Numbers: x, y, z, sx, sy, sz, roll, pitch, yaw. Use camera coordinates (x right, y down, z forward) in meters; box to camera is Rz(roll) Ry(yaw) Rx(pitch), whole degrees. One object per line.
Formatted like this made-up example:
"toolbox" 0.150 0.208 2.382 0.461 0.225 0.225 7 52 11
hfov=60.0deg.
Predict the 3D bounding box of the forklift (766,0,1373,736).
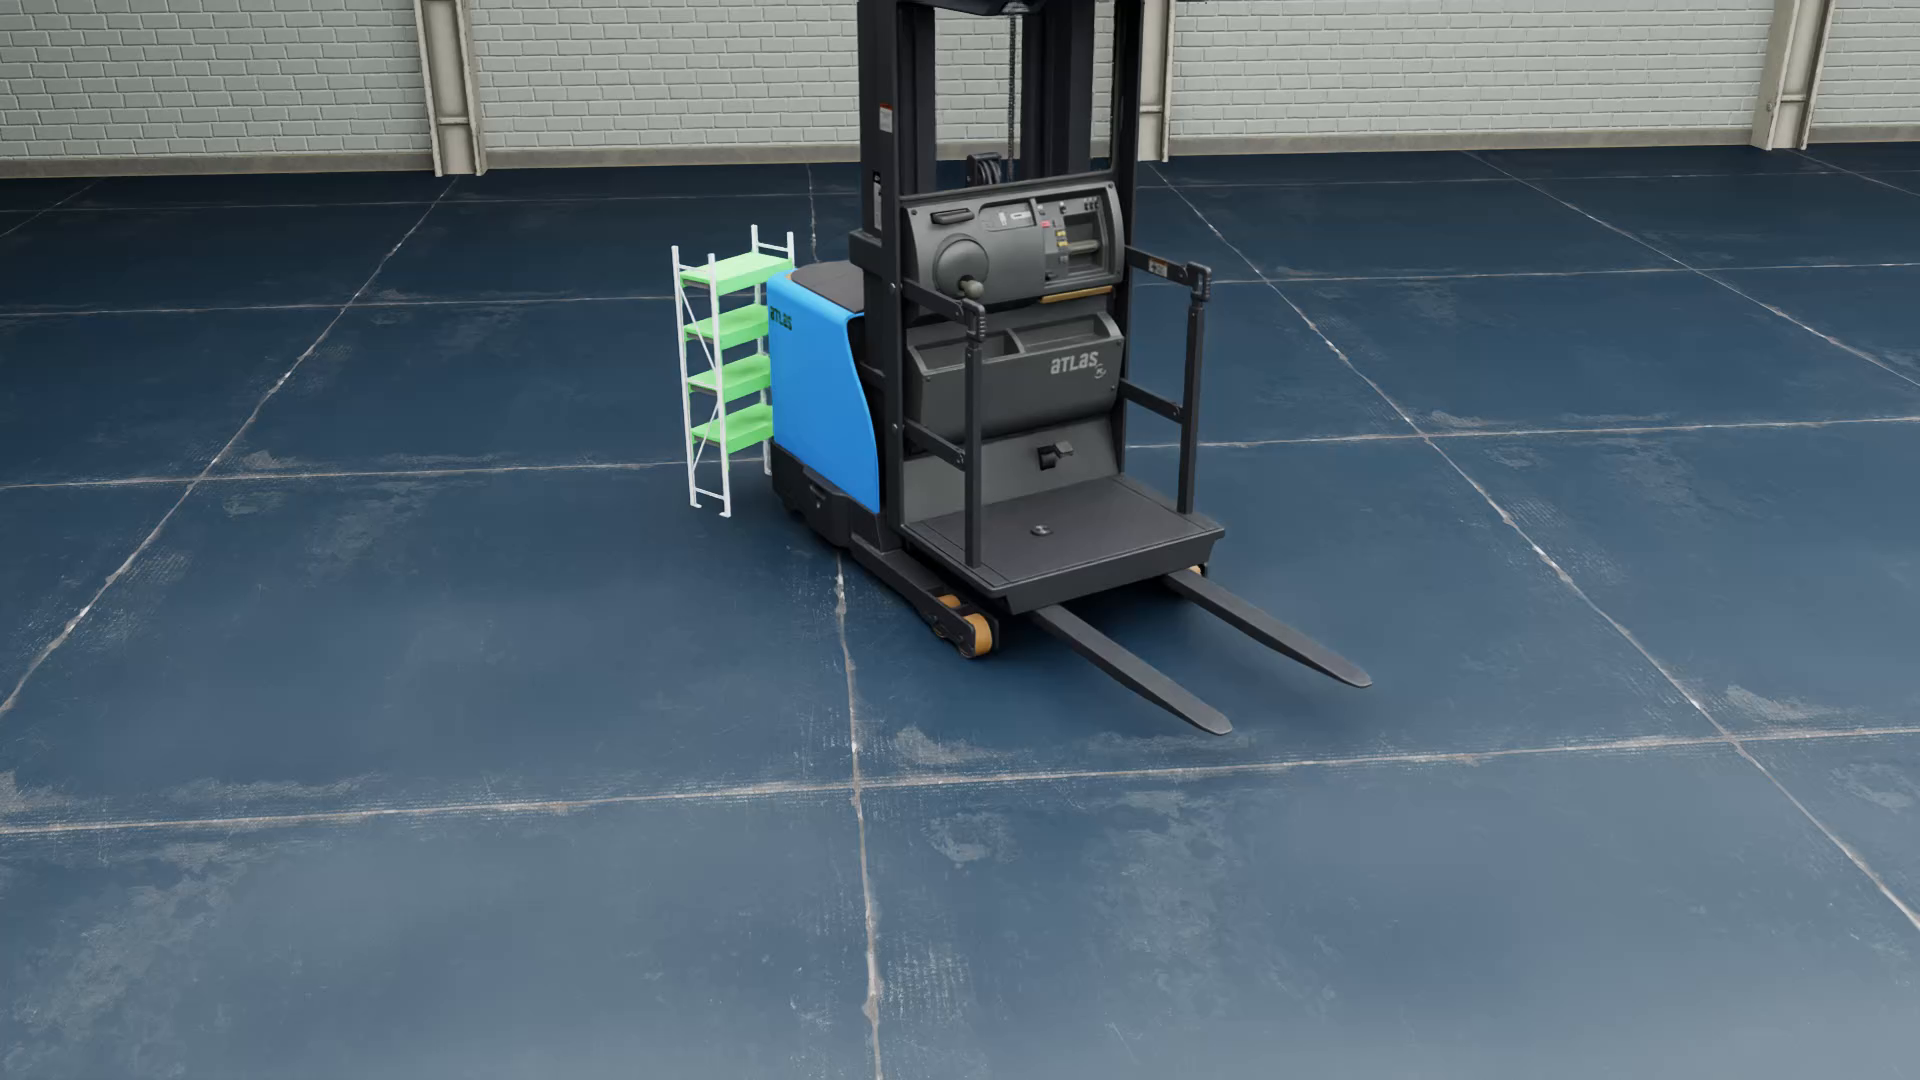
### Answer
"forklift" 0.333 -1.111 6.140 1.130 2.935 3.031 -14 27 -28

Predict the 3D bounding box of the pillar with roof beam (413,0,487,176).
"pillar with roof beam" -3.899 -5.562 8.685 0.400 9.000 9.100 -2 24 -5

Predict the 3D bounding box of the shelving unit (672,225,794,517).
"shelving unit" -0.985 -0.761 7.484 0.258 1.200 0.503 17 29 34

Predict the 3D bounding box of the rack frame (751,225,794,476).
"rack frame" -0.838 -0.840 7.661 0.240 1.200 0.015 17 29 34

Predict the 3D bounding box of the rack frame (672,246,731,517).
"rack frame" -1.133 -0.682 7.306 0.240 1.200 0.015 17 29 34

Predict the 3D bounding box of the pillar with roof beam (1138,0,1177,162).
"pillar with roof beam" 2.072 -5.802 9.224 0.400 9.000 9.100 -2 24 -5

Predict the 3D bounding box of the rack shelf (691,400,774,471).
"rack shelf" -0.985 -0.483 7.607 0.258 0.148 0.480 17 29 34

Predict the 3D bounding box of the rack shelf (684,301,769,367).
"rack shelf" -0.986 -0.922 7.413 0.258 0.148 0.480 17 29 34

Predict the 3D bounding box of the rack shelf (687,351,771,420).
"rack shelf" -0.985 -0.703 7.510 0.258 0.148 0.480 17 29 34

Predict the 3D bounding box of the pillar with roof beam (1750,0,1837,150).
"pillar with roof beam" 8.043 -6.041 9.763 0.400 9.000 9.100 -2 24 -5

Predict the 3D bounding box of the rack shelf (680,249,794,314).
"rack shelf" -0.987 -1.142 7.315 0.258 0.148 0.480 17 29 34
